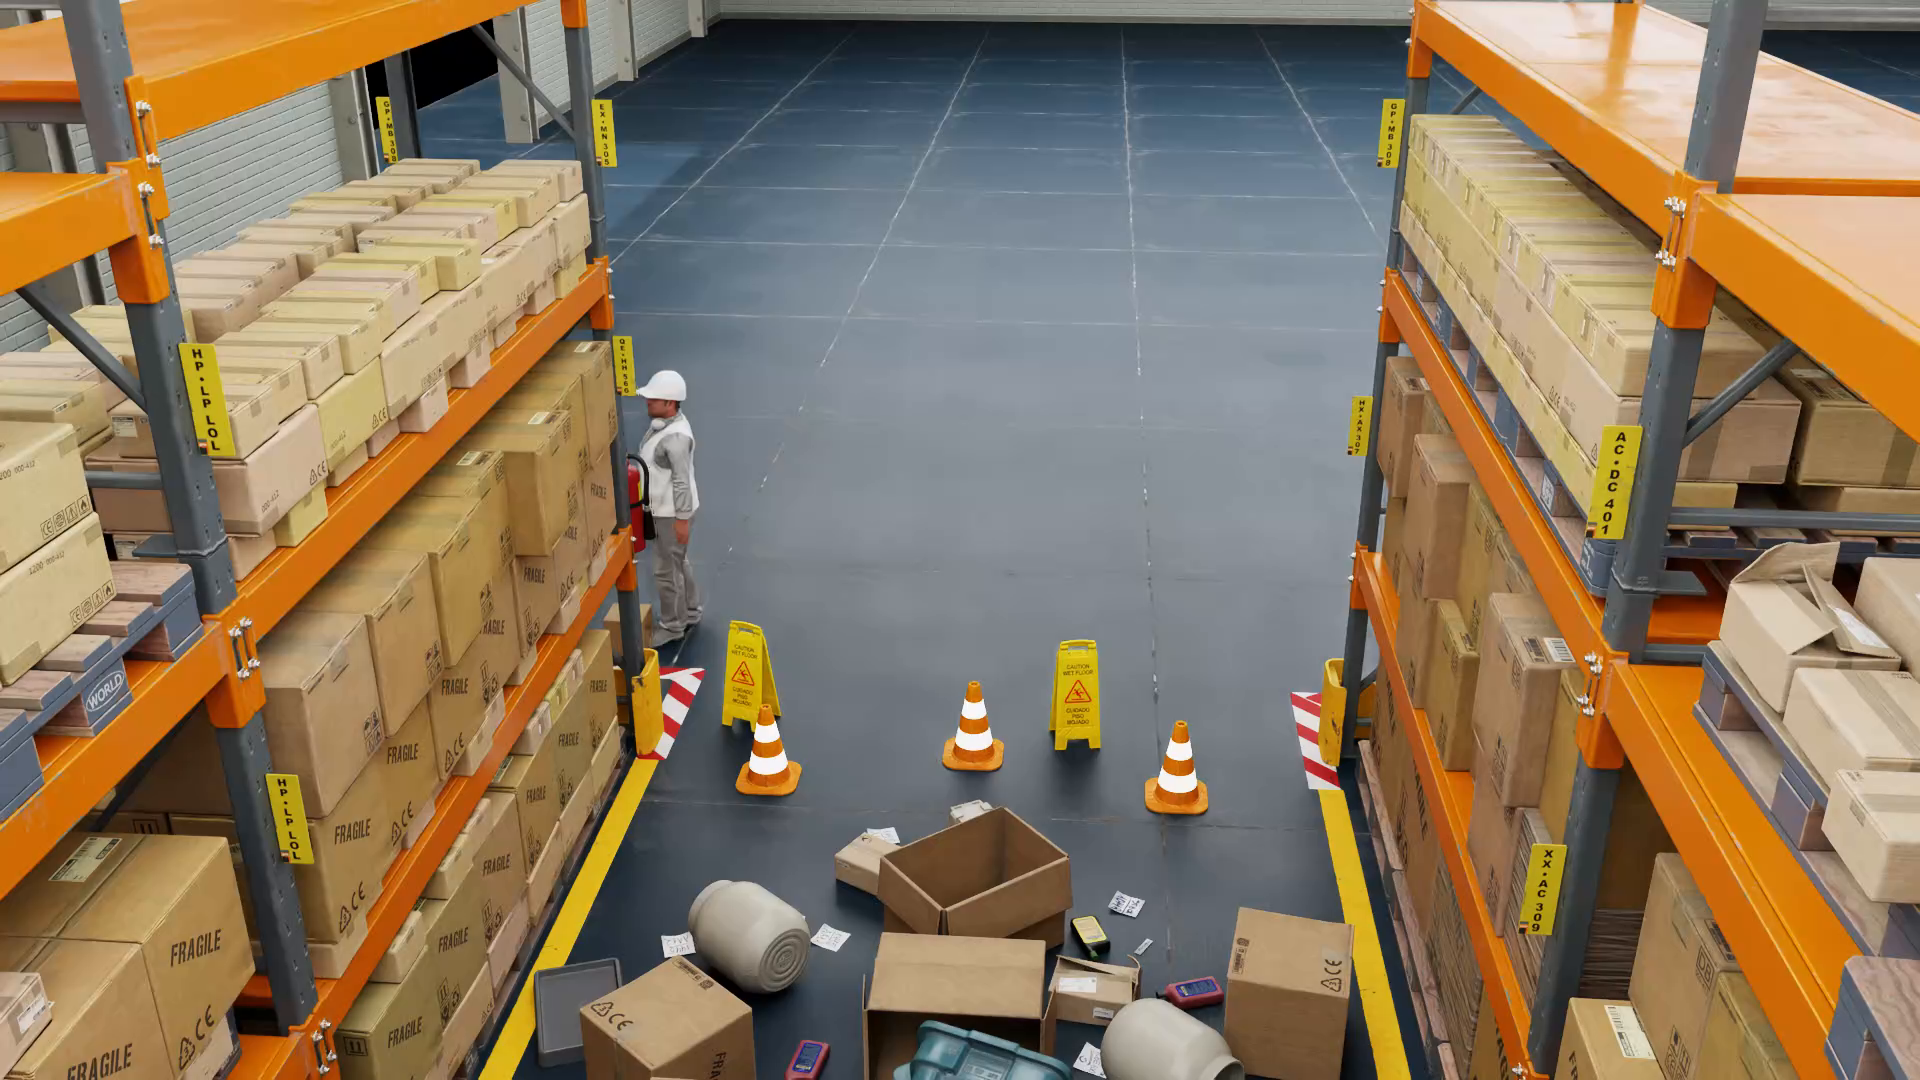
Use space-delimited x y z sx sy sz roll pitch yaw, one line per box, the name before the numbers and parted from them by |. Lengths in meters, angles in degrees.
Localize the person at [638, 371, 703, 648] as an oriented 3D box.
person | -1.868 -0.214 10.424 0.447 1.789 0.616 -6 25 -13
